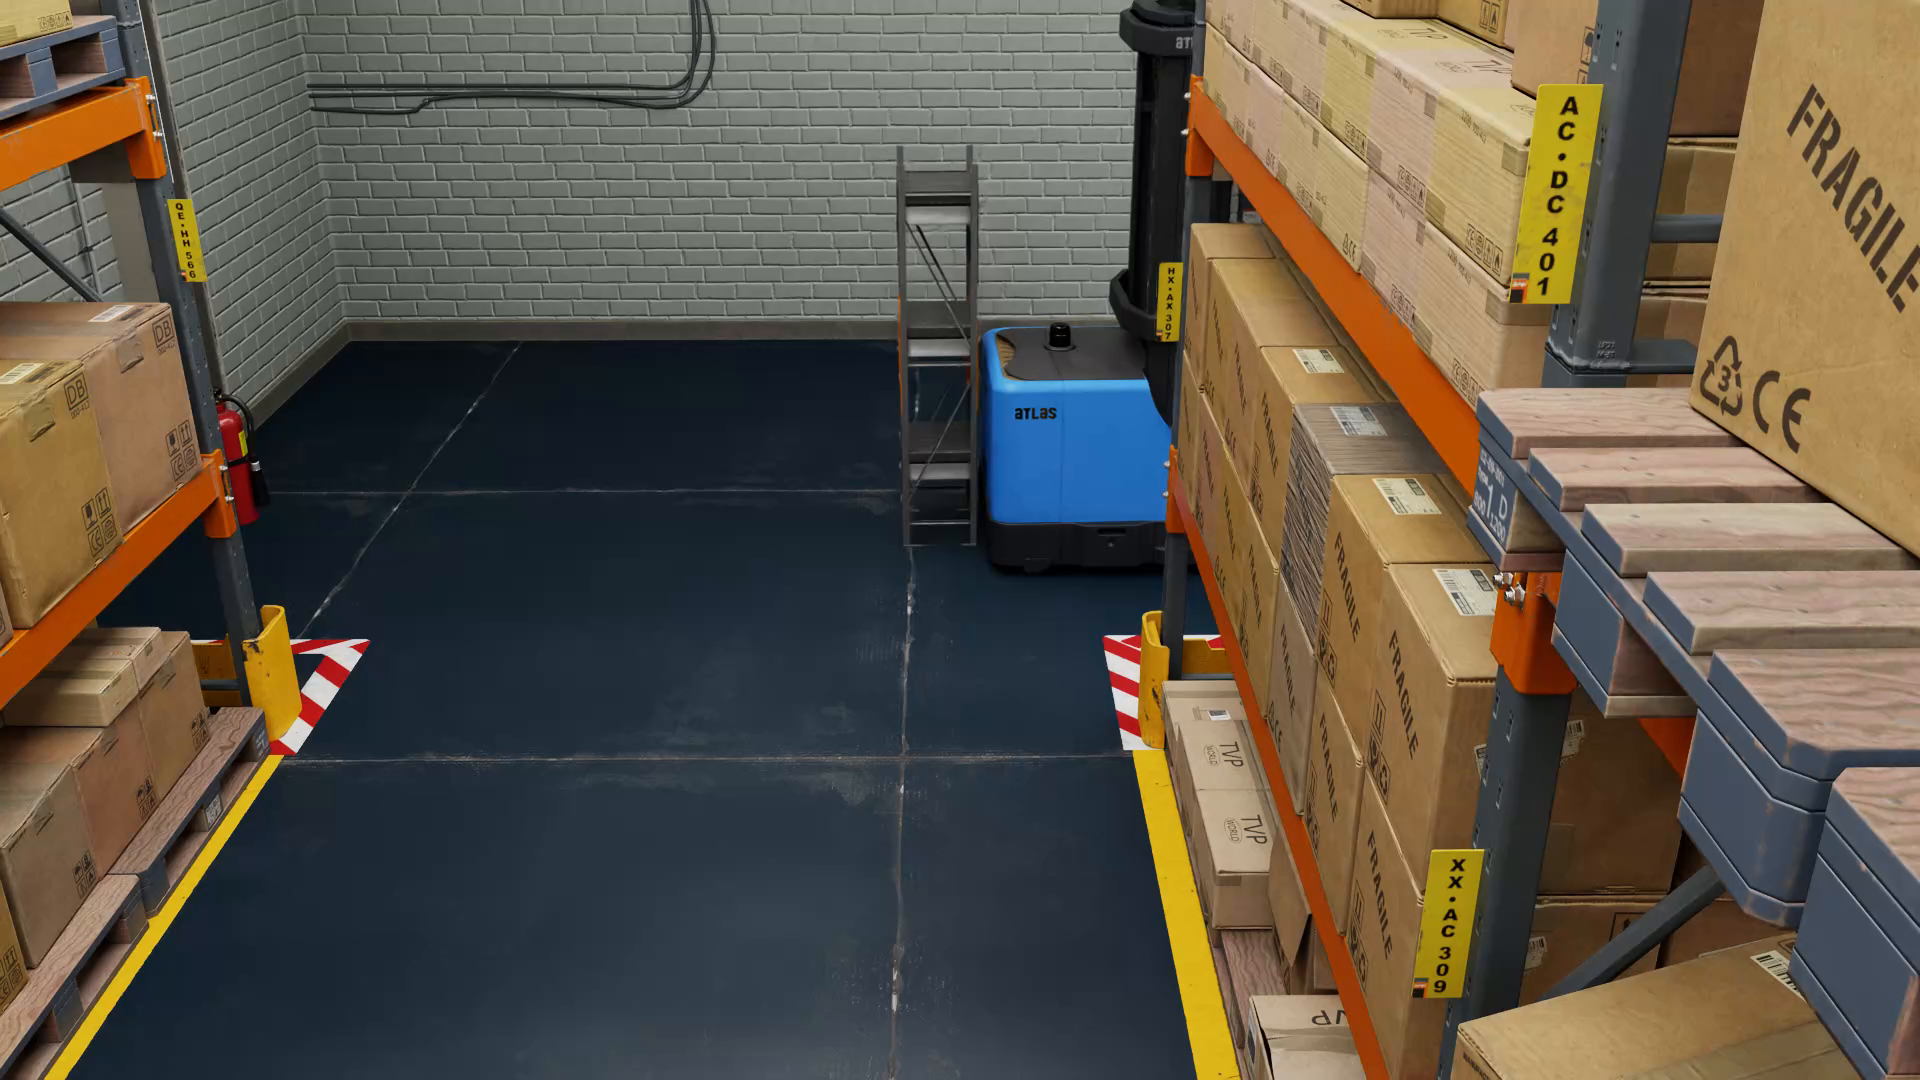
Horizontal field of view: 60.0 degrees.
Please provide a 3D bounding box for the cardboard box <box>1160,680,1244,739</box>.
[{"bbox_3d":[1.046,0.712,6.962,0.380,0.149,0.250,0,24,-1],"label":"cardboard box"}]

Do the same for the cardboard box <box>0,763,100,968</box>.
[{"bbox_3d":[-3.449,1.112,5.675,0.700,0.500,0.500,-1,24,-2],"label":"cardboard box"}]

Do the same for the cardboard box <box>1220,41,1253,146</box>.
[{"bbox_3d":[1.129,-1.440,5.337,0.500,0.250,0.500,0,24,-1],"label":"cardboard box"}]

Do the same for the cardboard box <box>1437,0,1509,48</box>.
[{"bbox_3d":[1.510,-1.393,3.716,0.700,0.500,0.500,0,24,-1],"label":"cardboard box"}]

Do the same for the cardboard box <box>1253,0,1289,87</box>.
[{"bbox_3d":[1.141,-1.462,4.778,0.500,0.250,0.500,0,24,-1],"label":"cardboard box"}]

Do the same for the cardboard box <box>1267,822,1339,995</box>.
[{"bbox_3d":[1.403,1.250,5.341,0.797,0.503,0.637,0,24,-1],"label":"cardboard box"}]

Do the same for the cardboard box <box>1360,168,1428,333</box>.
[{"bbox_3d":[1.163,-0.616,3.515,0.500,0.250,0.500,0,24,-1],"label":"cardboard box"}]

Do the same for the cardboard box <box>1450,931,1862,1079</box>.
[{"bbox_3d":[1.210,1.047,2.665,0.700,0.500,0.500,-9,26,-18],"label":"cardboard box"}]

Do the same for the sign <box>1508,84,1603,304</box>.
[{"bbox_3d":[0.886,-0.509,2.469,0.100,0.325,0.005,0,24,-1],"label":"sign"}]

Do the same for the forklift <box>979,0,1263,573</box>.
[{"bbox_3d":[1.645,-1.374,8.732,3.031,2.935,1.130,-1,24,-2],"label":"forklift"}]

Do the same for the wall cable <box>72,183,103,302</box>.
[{"bbox_3d":[-4.528,-1.523,7.745,0.084,1.984,1.851,0,24,-1],"label":"wall cable"}]

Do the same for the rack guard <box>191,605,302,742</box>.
[{"bbox_3d":[-3.568,0.592,7.335,1.175,0.500,0.348,0,24,-1],"label":"rack guard"}]

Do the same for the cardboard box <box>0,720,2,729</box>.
[{"bbox_3d":[-3.653,0.664,5.878,0.380,0.149,0.250,0,24,0],"label":"cardboard box"}]

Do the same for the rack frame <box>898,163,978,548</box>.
[{"bbox_3d":[-0.110,-0.921,8.739,0.400,2.100,0.015,-1,24,-2],"label":"rack frame"}]

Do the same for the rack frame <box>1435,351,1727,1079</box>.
[{"bbox_3d":[1.429,1.087,3.206,1.000,3.000,0.127,0,24,-1],"label":"rack frame"}]

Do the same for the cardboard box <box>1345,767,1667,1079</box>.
[{"bbox_3d":[1.167,0.837,3.638,0.500,0.500,0.500,0,24,0],"label":"cardboard box"}]

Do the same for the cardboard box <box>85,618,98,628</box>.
[{"bbox_3d":[-3.662,0.352,6.568,0.380,0.149,0.250,0,24,0],"label":"cardboard box"}]

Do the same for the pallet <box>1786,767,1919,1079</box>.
[{"bbox_3d":[1.380,0.503,1.087,1.213,0.211,1.003,0,24,-1],"label":"pallet"}]

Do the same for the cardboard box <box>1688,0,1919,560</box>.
[{"bbox_3d":[1.361,-0.354,2.000,0.600,0.600,0.600,-3,24,-6],"label":"cardboard box"}]

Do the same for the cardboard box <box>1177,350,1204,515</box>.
[{"bbox_3d":[1.126,-0.422,6.423,0.500,0.500,0.500,0,24,1],"label":"cardboard box"}]

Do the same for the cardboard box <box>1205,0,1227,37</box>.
[{"bbox_3d":[1.130,-1.874,5.689,0.500,0.250,0.500,0,24,-1],"label":"cardboard box"}]

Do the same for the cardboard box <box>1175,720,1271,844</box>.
[{"bbox_3d":[1.113,0.923,6.372,0.500,0.250,0.500,0,24,-1],"label":"cardboard box"}]

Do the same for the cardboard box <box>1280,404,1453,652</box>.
[{"bbox_3d":[1.151,-0.040,4.363,0.500,0.500,0.500,0,24,0],"label":"cardboard box"}]

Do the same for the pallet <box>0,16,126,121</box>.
[{"bbox_3d":[-3.550,-1.558,5.522,1.003,0.211,1.213,0,24,-1],"label":"pallet"}]

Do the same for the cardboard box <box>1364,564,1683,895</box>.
[{"bbox_3d":[1.164,0.379,3.437,0.500,0.500,0.500,0,24,0],"label":"cardboard box"}]

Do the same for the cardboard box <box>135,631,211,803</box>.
[{"bbox_3d":[-3.461,0.698,6.589,0.700,0.500,0.500,0,24,-1],"label":"cardboard box"}]

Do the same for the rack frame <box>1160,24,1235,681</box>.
[{"bbox_3d":[1.385,-0.561,6.850,1.000,3.000,0.127,0,24,-1],"label":"rack frame"}]

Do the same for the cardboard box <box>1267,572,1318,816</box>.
[{"bbox_3d":[1.152,0.413,4.576,0.500,0.500,0.500,0,24,1],"label":"cardboard box"}]

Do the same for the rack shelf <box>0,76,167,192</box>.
[{"bbox_3d":[-3.546,-0.752,4.506,1.077,0.370,4.000,0,24,-1],"label":"rack shelf"}]

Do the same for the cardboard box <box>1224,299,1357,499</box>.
[{"bbox_3d":[1.140,-0.456,5.285,0.500,0.500,0.500,0,24,0],"label":"cardboard box"}]

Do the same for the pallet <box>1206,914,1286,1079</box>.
[{"bbox_3d":[1.406,1.571,5.521,1.003,0.211,1.213,0,24,-1],"label":"pallet"}]

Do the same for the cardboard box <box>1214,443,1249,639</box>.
[{"bbox_3d":[1.140,-0.003,5.495,0.500,0.500,0.500,0,24,-1],"label":"cardboard box"}]

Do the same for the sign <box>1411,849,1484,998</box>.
[{"bbox_3d":[0.886,0.698,3.015,0.100,0.325,0.005,0,24,-1],"label":"sign"}]

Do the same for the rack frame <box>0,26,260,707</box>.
[{"bbox_3d":[-3.568,-0.537,6.798,1.000,3.000,0.127,0,24,-1],"label":"rack frame"}]

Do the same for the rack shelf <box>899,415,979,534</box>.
[{"bbox_3d":[-0.121,-0.372,9.256,0.431,0.518,0.480,-1,24,-2],"label":"rack shelf"}]

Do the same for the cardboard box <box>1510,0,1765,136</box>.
[{"bbox_3d":[1.385,-0.981,2.804,0.700,0.500,0.500,0,24,-1],"label":"cardboard box"}]

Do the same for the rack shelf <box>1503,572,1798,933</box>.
[{"bbox_3d":[1.451,0.873,0.914,1.077,0.370,4.000,0,24,-1],"label":"rack shelf"}]

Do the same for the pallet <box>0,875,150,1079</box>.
[{"bbox_3d":[-3.471,1.564,5.536,1.003,0.211,1.213,0,24,-1],"label":"pallet"}]

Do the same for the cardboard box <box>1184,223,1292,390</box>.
[{"bbox_3d":[1.126,-0.878,6.217,0.500,0.500,0.500,0,24,1],"label":"cardboard box"}]

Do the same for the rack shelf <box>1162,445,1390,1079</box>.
[{"bbox_3d":[1.407,0.591,5.176,1.077,0.370,4.000,0,24,-1],"label":"rack shelf"}]

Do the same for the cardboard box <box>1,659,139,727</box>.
[{"bbox_3d":[-3.273,0.560,6.108,0.380,0.149,0.250,0,24,1],"label":"cardboard box"}]

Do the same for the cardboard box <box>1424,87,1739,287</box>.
[{"bbox_3d":[1.152,-0.638,2.956,0.500,0.250,0.500,0,24,-1],"label":"cardboard box"}]

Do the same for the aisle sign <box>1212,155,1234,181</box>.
[{"bbox_3d":[1.091,-1.772,6.374,0.394,0.787,0.004,0,24,-1],"label":"aisle sign"}]

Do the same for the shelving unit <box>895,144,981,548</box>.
[{"bbox_3d":[-0.121,-1.022,8.962,0.431,2.100,0.503,-1,24,-2],"label":"shelving unit"}]

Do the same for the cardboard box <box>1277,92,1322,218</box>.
[{"bbox_3d":[1.148,-1.028,4.426,0.500,0.250,0.500,0,24,-1],"label":"cardboard box"}]

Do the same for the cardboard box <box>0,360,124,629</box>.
[{"bbox_3d":[-3.534,-0.164,5.608,0.980,0.700,0.700,0,24,-1],"label":"cardboard box"}]

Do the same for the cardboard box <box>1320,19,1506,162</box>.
[{"bbox_3d":[1.147,-1.050,3.867,0.500,0.250,0.500,0,24,-1],"label":"cardboard box"}]
